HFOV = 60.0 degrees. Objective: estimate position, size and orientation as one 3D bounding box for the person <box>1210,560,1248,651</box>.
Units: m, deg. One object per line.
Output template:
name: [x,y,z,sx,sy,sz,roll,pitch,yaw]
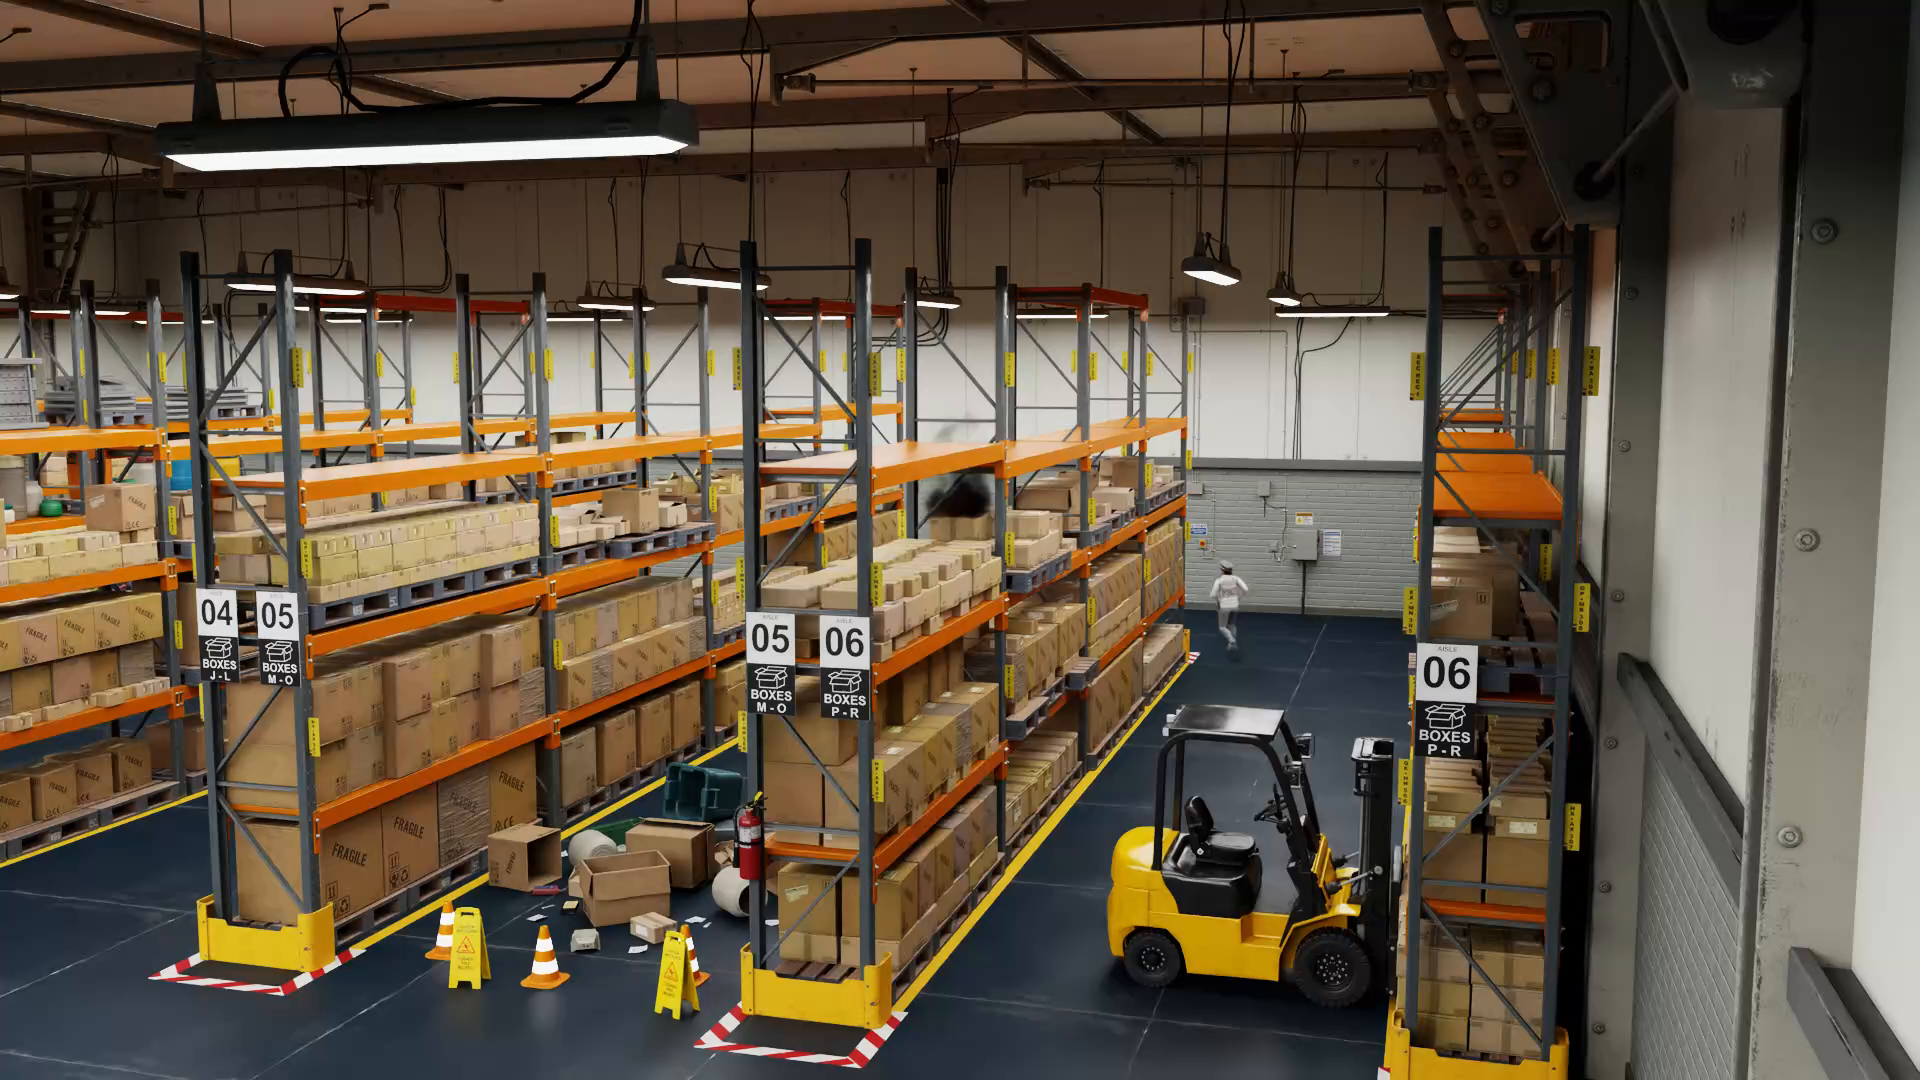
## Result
person: [4.601,1.170,28.652,0.645,1.663,0.775,-2,7,-16]
